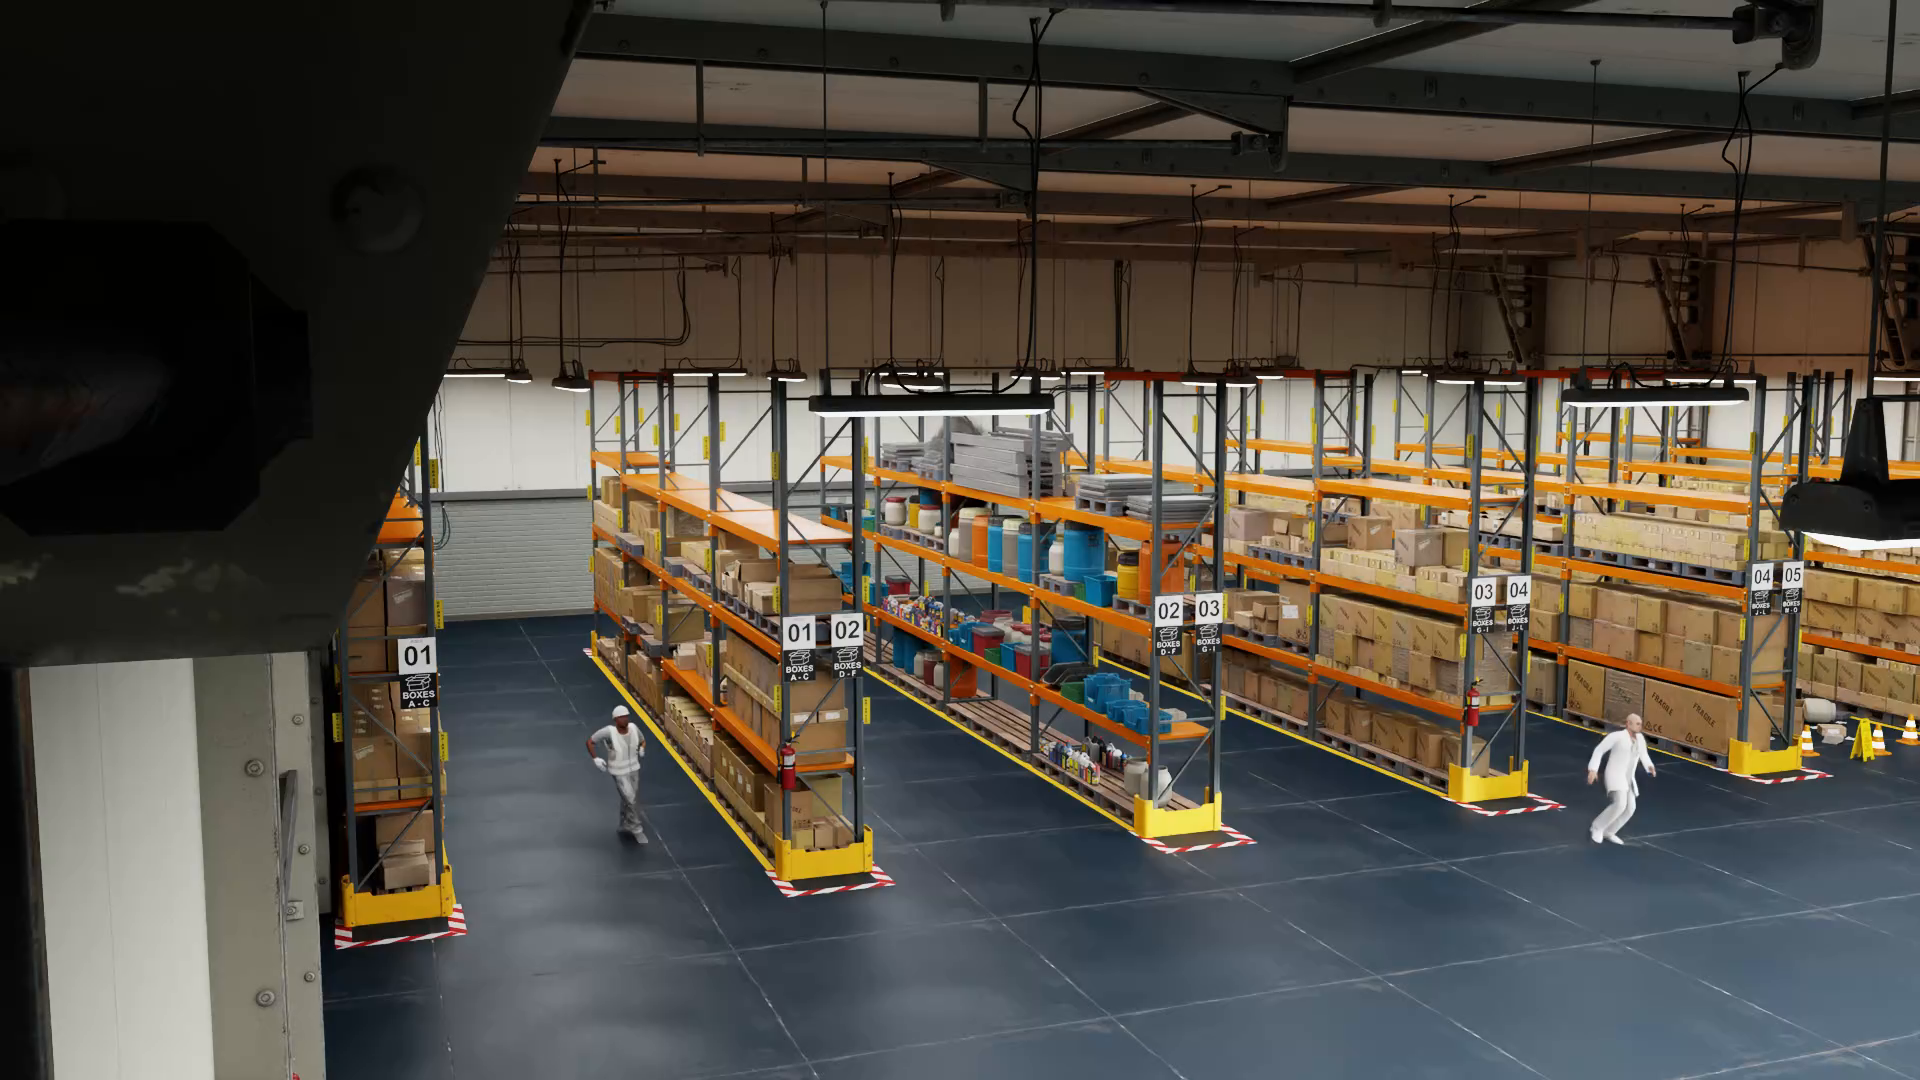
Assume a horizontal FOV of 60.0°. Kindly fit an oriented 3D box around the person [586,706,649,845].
[{"bbox_3d":[-4.403,3.043,21.618,0.745,1.827,0.763,6,9,44],"label":"person"}]

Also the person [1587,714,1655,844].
[{"bbox_3d":[8.620,3.120,21.557,0.933,1.711,0.634,-4,8,-33],"label":"person"}]
